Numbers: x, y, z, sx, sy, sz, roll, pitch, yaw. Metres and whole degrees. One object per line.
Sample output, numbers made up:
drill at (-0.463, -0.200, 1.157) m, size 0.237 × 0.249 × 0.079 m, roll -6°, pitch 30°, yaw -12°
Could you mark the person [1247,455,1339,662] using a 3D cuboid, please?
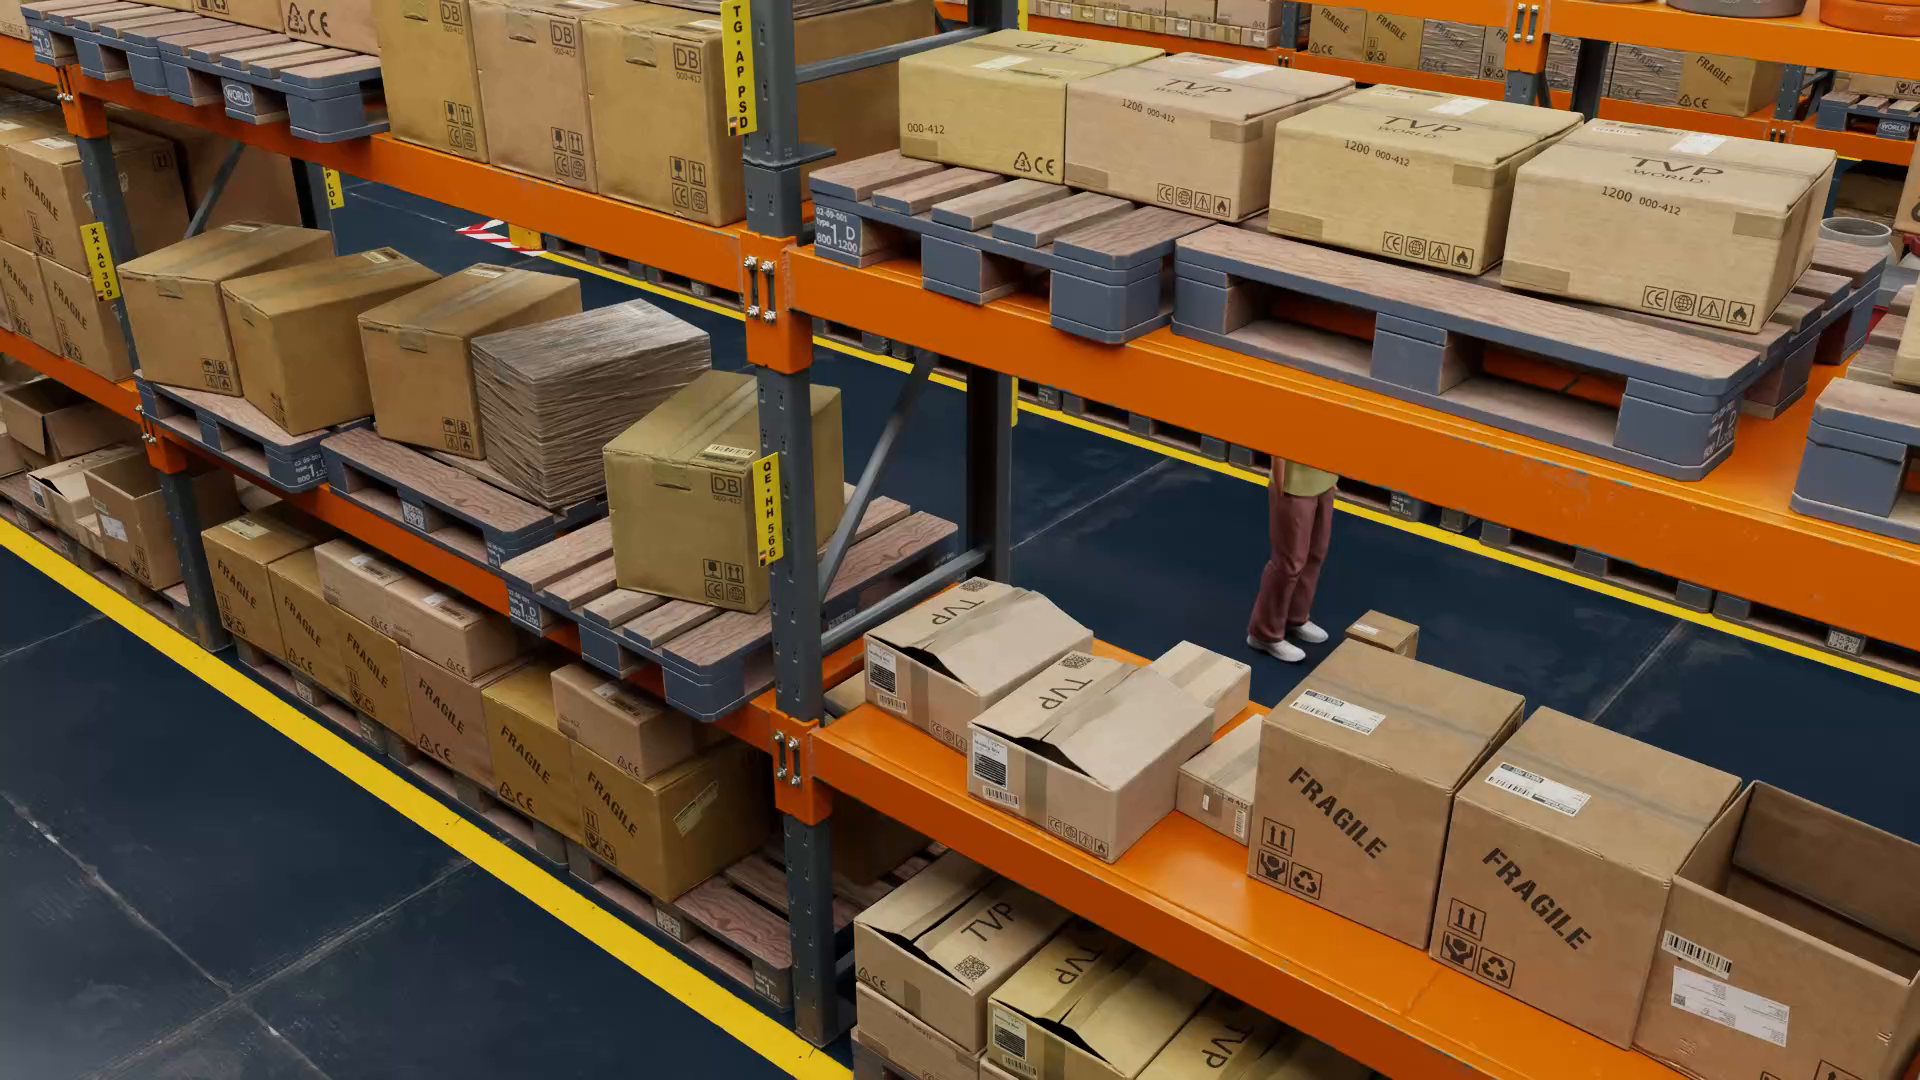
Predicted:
person at (1.564, -0.259, 7.627) m, size 0.362 × 1.672 × 0.442 m, roll 22°, pitch 34°, yaw 35°
